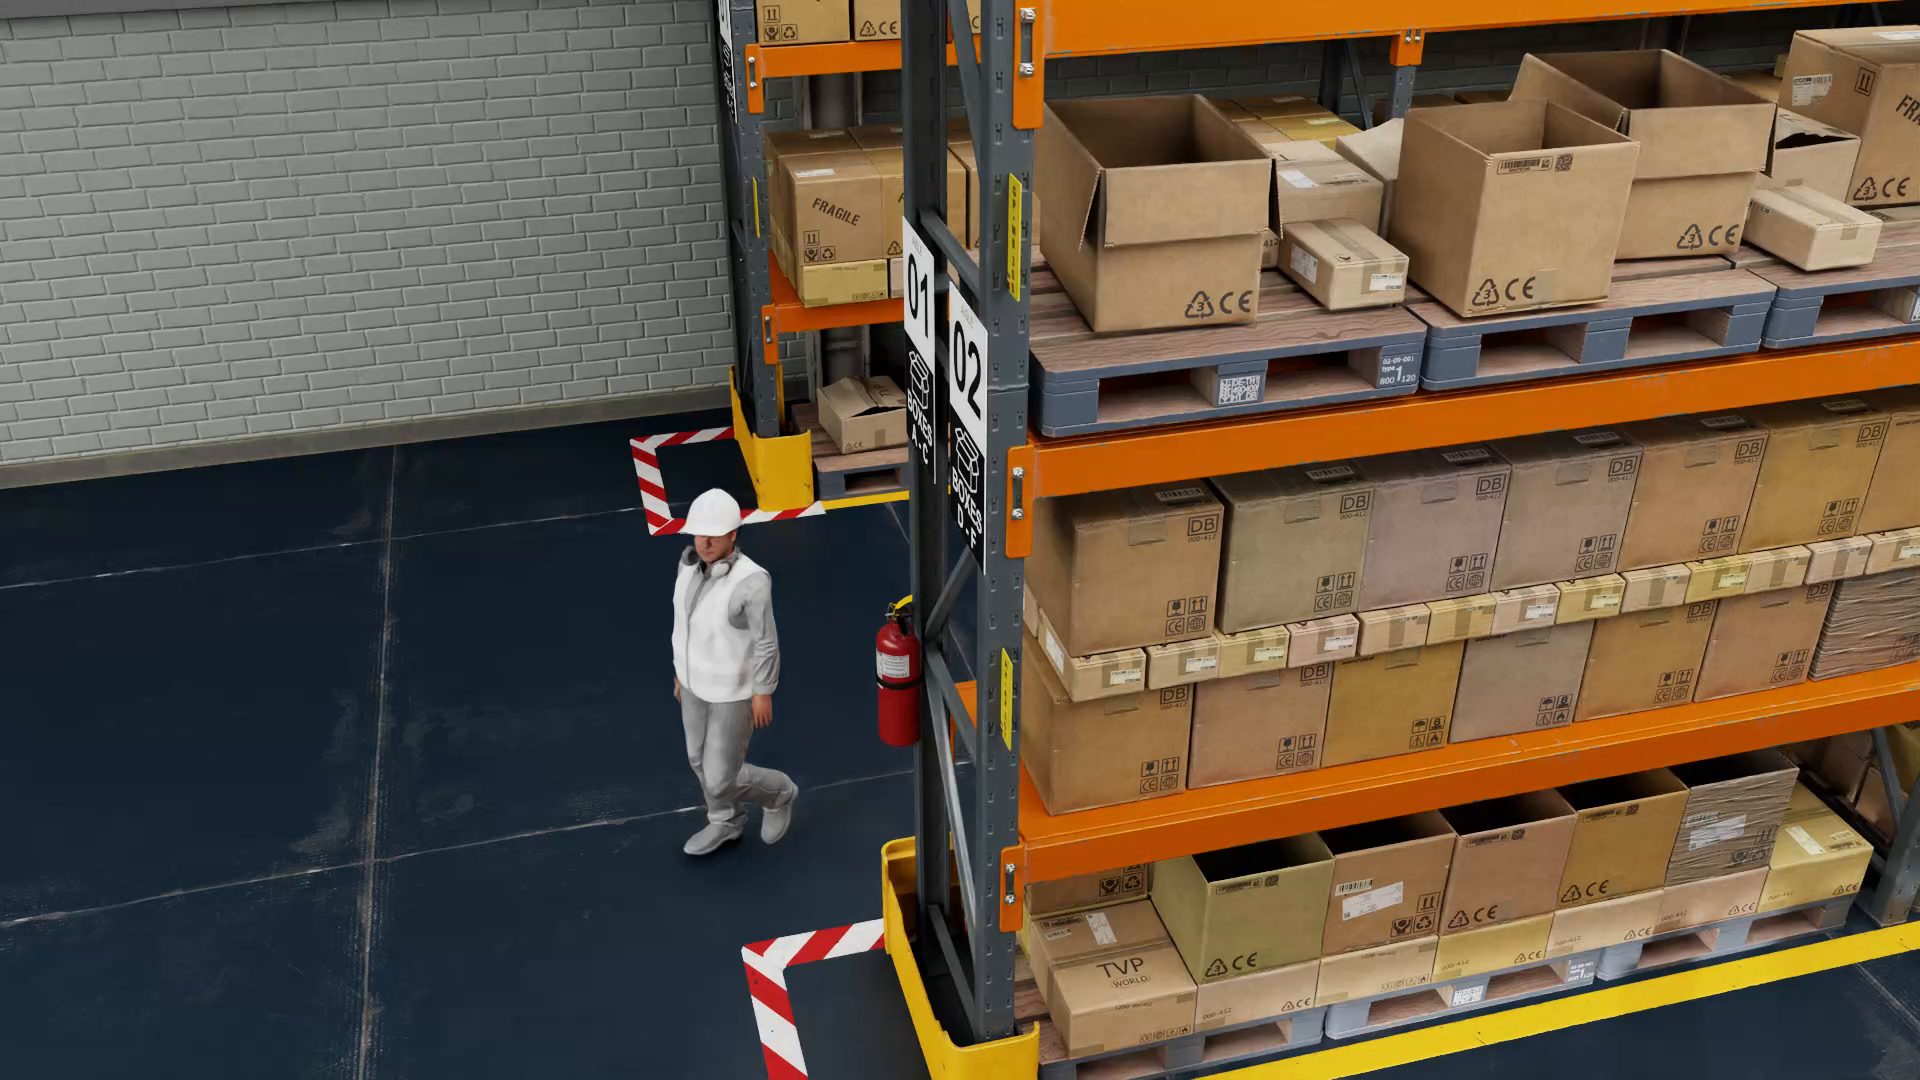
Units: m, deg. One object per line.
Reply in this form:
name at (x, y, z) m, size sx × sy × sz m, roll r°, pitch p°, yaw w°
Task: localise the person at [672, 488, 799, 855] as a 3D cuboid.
person at (-1.010, 0.591, 7.139) m, size 0.503 × 1.762 × 0.538 m, roll -26°, pitch 39°, yaw -38°
